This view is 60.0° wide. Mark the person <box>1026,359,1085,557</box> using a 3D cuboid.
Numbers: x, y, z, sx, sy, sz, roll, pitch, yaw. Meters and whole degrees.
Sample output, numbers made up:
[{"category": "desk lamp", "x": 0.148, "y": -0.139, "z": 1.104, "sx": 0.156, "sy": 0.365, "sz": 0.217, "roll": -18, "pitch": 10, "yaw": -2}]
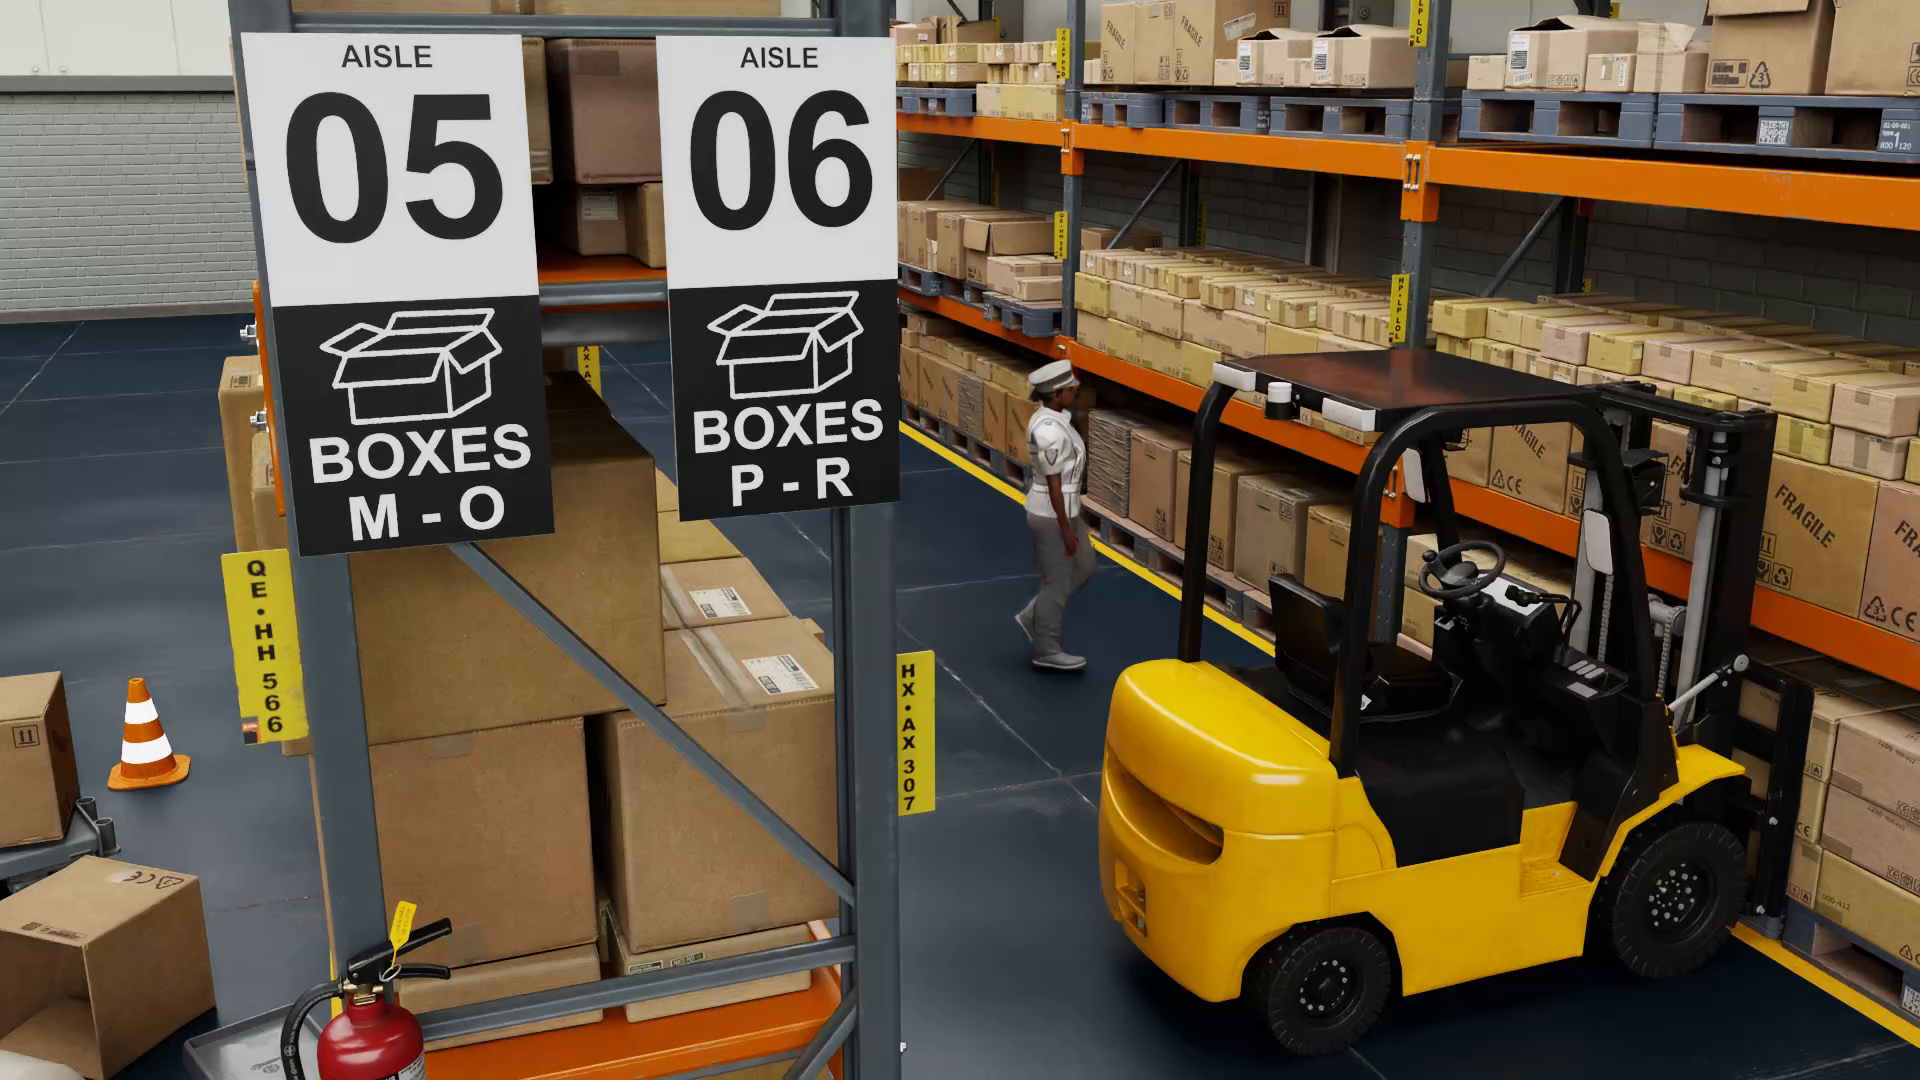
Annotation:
[{"category": "person", "x": 0.507, "y": -0.450, "z": 8.786, "sx": 0.313, "sy": 1.021, "sz": 0.447, "roll": 2, "pitch": 16, "yaw": 7}]
